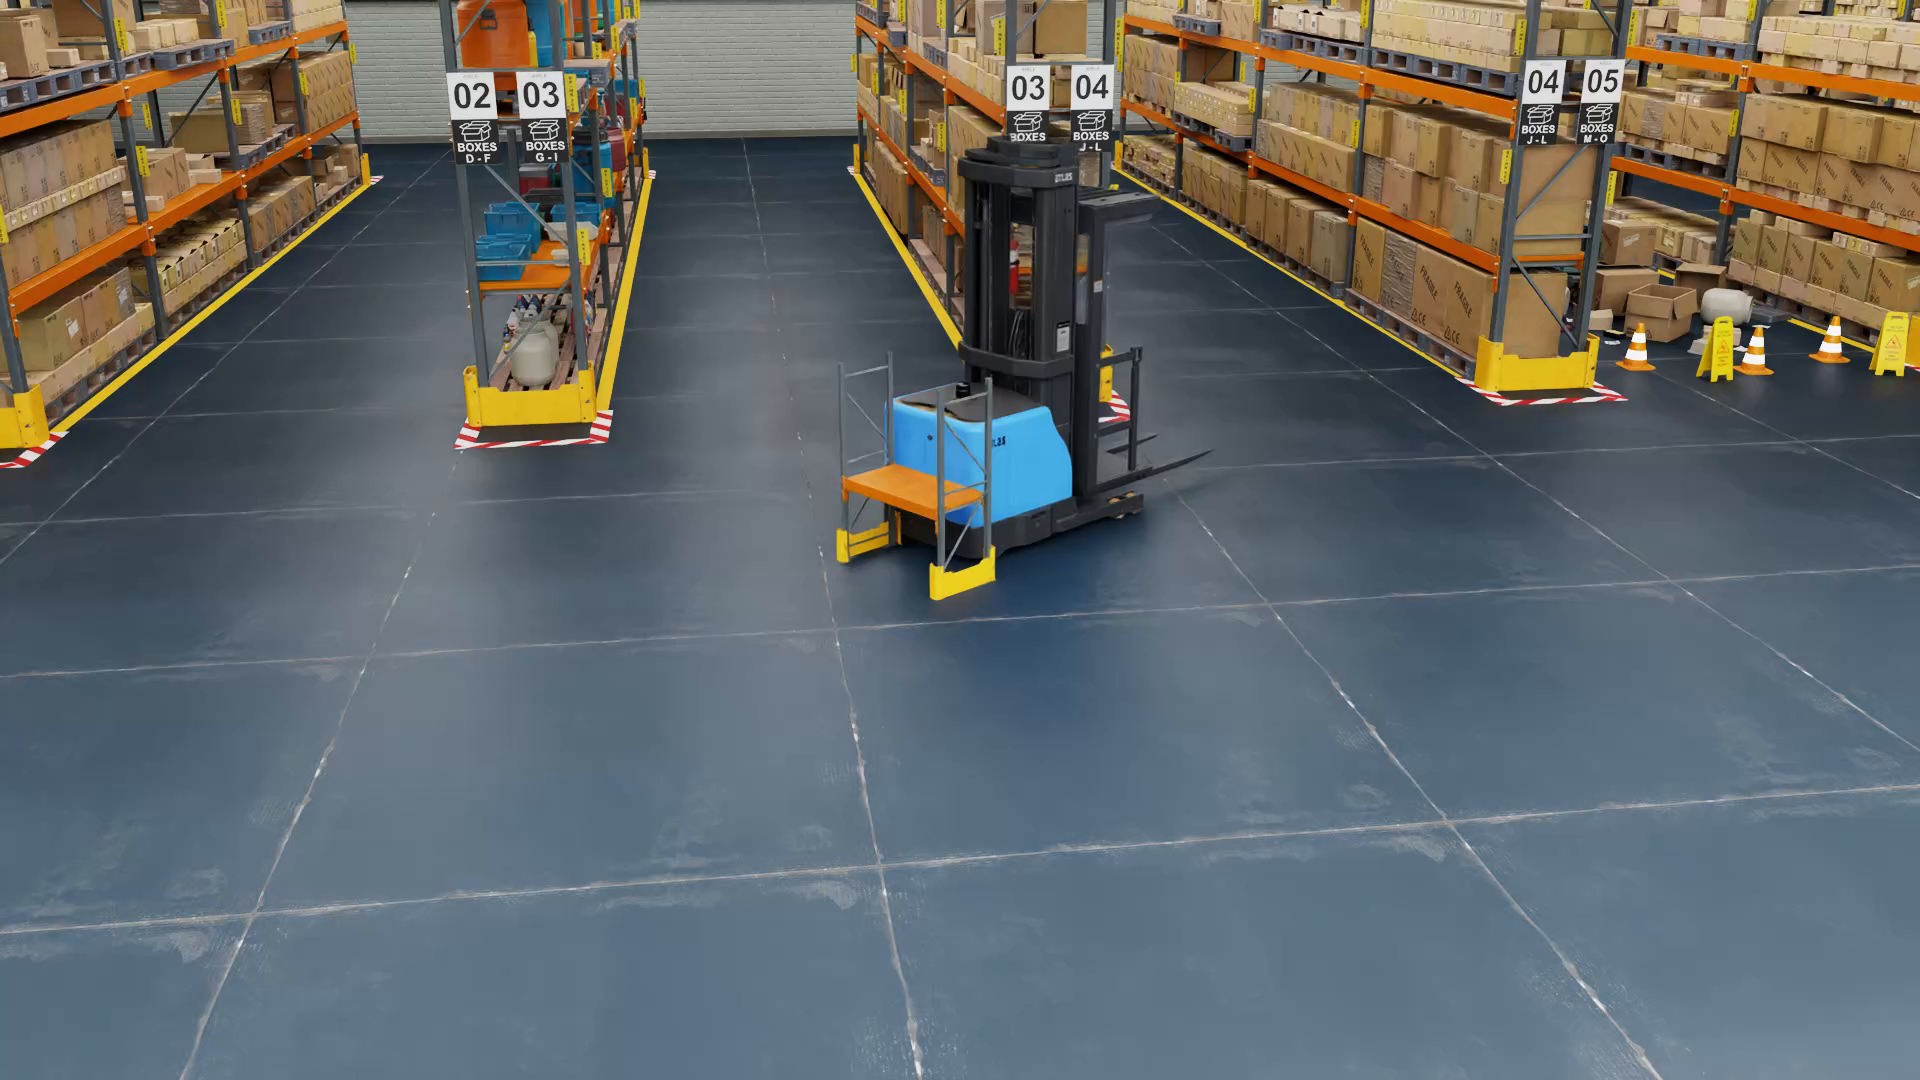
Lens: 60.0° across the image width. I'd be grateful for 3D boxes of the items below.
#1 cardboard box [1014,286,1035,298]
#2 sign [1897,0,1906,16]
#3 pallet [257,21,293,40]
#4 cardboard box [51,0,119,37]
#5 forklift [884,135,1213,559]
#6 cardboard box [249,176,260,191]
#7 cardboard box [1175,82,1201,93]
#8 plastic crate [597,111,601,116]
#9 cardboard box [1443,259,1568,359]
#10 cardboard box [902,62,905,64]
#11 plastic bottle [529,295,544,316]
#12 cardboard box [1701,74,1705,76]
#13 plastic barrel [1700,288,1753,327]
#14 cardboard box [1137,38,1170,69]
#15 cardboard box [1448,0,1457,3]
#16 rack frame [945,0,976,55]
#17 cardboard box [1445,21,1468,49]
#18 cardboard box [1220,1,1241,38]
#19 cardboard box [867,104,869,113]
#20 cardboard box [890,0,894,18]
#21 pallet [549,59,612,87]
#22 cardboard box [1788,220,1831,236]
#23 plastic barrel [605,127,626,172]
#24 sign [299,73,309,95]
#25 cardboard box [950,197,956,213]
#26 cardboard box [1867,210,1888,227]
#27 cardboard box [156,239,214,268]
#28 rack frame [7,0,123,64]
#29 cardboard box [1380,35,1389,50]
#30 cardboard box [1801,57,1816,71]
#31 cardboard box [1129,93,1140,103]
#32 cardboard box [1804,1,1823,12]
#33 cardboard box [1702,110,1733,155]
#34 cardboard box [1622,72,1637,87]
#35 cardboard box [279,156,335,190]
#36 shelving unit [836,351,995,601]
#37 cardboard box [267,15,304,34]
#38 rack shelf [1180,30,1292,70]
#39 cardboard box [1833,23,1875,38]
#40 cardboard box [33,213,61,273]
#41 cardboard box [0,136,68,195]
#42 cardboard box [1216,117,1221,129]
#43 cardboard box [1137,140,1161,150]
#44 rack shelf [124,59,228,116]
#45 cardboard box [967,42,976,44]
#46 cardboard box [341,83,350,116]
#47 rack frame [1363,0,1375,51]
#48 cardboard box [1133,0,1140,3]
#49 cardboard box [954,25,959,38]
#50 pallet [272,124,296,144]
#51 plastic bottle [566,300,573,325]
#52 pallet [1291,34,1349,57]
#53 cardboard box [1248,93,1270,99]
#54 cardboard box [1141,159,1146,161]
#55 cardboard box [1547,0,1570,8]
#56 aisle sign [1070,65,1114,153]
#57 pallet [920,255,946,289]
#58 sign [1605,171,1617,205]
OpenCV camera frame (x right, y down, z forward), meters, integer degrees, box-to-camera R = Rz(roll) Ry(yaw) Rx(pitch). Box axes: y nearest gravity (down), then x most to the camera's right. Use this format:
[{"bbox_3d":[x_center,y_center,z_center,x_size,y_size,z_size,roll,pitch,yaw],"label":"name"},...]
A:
[{"bbox_3d":[0.649,-2.441,17.936,0.500,0.500,0.500,-1,21,-3],"label":"cardboard box"},{"bbox_3d":[13.941,-7.917,24.600,0.100,0.325,0.005,-3,21,-8],"label":"sign"},{"bbox_3d":[-10.595,-7.519,24.542,1.213,0.211,1.003,-3,21,-8],"label":"pallet"},{"bbox_3d":[-9.516,-5.760,18.106,0.500,0.500,0.500,-3,21,-7],"label":"cardboard box"},{"bbox_3d":[0.828,-1.651,12.948,3.031,2.935,1.130,-19,27,-40],"label":"forklift"},{"bbox_3d":[-10.647,-5.292,24.469,0.500,0.250,0.500,-3,21,-8],"label":"cardboard box"},{"bbox_3d":[3.708,-7.343,26.998,0.380,0.149,0.250,-2,21,-5],"label":"cardboard box"},{"bbox_3d":[-6.145,-6.953,27.352,0.437,0.125,0.590,-3,21,-8],"label":"plastic crate"},{"bbox_3d":[5.673,-2.423,17.352,0.875,0.875,0.875,-3,21,-7],"label":"cardboard box"},{"bbox_3d":[-0.696,-7.700,27.761,0.500,0.500,0.500,-3,21,-8],"label":"cardboard box"},{"bbox_3d":[-4.716,-2.582,18.499,0.144,0.351,0.185,-3,21,-8],"label":"plastic bottle"},{"bbox_3d":[13.794,-8.639,31.348,0.500,0.250,0.500,-2,21,-6],"label":"cardboard box"},{"bbox_3d":[8.924,-2.706,19.358,0.512,0.421,0.421,12,24,30],"label":"plastic barrel"},{"bbox_3d":[3.464,-8.660,29.618,0.500,0.500,0.500,-3,21,-9],"label":"cardboard box"},{"bbox_3d":[5.700,-5.994,18.668,0.380,0.149,0.250,-3,21,-8],"label":"cardboard box"},{"bbox_3d":[0.337,-6.970,18.517,1.000,3.000,0.127,-3,21,-8],"label":"rack frame"},{"bbox_3d":[5.347,-5.210,17.138,0.500,0.250,0.500,-3,21,-8],"label":"cardboard box"},{"bbox_3d":[4.196,-7.743,24.729,0.500,0.500,0.500,-3,21,-8],"label":"cardboard box"},{"bbox_3d":[-1.406,-7.434,28.692,0.380,0.149,0.250,-3,21,-7],"label":"cardboard box"},{"bbox_3d":[-0.723,-8.378,25.830,0.700,0.500,0.500,-2,21,-6],"label":"cardboard box"},{"bbox_3d":[-4.364,-4.982,17.750,1.213,0.211,1.003,-3,21,-8],"label":"pallet"},{"bbox_3d":[10.038,-3.688,19.635,0.380,0.149,0.250,-2,21,-5],"label":"cardboard box"},{"bbox_3d":[-4.774,-5.213,22.192,0.600,0.536,0.708,-3,21,-8],"label":"plastic barrel"},{"bbox_3d":[-10.071,-7.003,25.524,0.100,0.325,0.005,-3,21,-8],"label":"sign"},{"bbox_3d":[0.093,-3.865,19.137,0.380,0.149,0.250,-3,21,-8],"label":"cardboard box"},{"bbox_3d":[10.225,-3.535,18.253,0.380,0.149,0.250,-3,21,-7],"label":"cardboard box"},{"bbox_3d":[-9.502,-3.521,20.383,0.500,0.311,0.500,-2,21,-6],"label":"cardboard box"},{"bbox_3d":[-9.466,-6.472,17.182,1.000,3.000,0.127,-3,21,-8],"label":"rack frame"},{"bbox_3d":[5.015,-5.673,18.947,0.380,0.149,0.250,-3,21,-8],"label":"cardboard box"},{"bbox_3d":[10.070,-5.564,19.399,0.380,0.149,0.250,-2,21,-6],"label":"cardboard box"},{"bbox_3d":[3.316,-8.101,30.479,0.380,0.149,0.250,-4,21,-9],"label":"cardboard box"},{"bbox_3d":[13.798,-8.558,26.670,0.380,0.149,0.250,-2,21,-7],"label":"cardboard box"},{"bbox_3d":[9.850,-5.191,21.159,0.500,0.500,0.500,-3,21,-9],"label":"cardboard box"},{"bbox_3d":[9.738,-6.743,24.910,0.500,0.500,0.500,-4,21,-10],"label":"cardboard box"},{"bbox_3d":[-10.896,-6.118,27.749,0.797,0.503,0.637,-3,21,-8],"label":"cardboard box"},{"bbox_3d":[-0.329,-0.484,11.868,0.587,1.500,1.083,-19,28,-41],"label":"shelving unit"},{"bbox_3d":[-10.445,-7.947,25.634,0.500,0.250,0.500,-3,21,-8],"label":"cardboard box"},{"bbox_3d":[4.395,-7.520,25.306,1.077,0.370,4.000,-3,21,-8],"label":"rack shelf"},{"bbox_3d":[10.108,-5.747,18.748,0.380,0.149,0.250,-3,21,-9],"label":"cardboard box"},{"bbox_3d":[-9.091,-2.839,15.888,0.700,0.500,0.500,-3,21,-7],"label":"cardboard box"},{"bbox_3d":[-9.179,-3.641,16.181,0.700,0.500,0.500,-3,21,-8],"label":"cardboard box"},{"bbox_3d":[4.053,-6.248,24.917,0.380,0.149,0.250,-3,21,-8],"label":"cardboard box"},{"bbox_3d":[3.455,-7.206,30.347,0.380,0.149,0.250,-4,21,-10],"label":"cardboard box"},{"bbox_3d":[-9.755,-5.422,19.687,1.077,0.370,4.000,-3,21,-8],"label":"rack shelf"},{"bbox_3d":[0.281,-5.287,17.941,0.380,0.149,0.250,-2,21,-6],"label":"cardboard box"},{"bbox_3d":[-10.784,-7.542,28.480,0.500,0.500,0.500,-3,21,-7],"label":"cardboard box"},{"bbox_3d":[5.260,-7.185,19.093,1.000,3.000,0.127,-3,21,-8],"label":"rack frame"},{"bbox_3d":[3.412,-9.753,29.755,0.500,0.250,0.500,-3,21,-8],"label":"cardboard box"},{"bbox_3d":[0.102,-6.019,19.849,0.396,0.266,0.258,-2,21,-6],"label":"cardboard box"},{"bbox_3d":[-10.612,-6.059,24.926,1.003,0.211,1.213,-3,21,-8],"label":"pallet"},{"bbox_3d":[-4.301,-2.549,18.518,0.152,0.276,0.135,-3,21,-8],"label":"plastic bottle"},{"bbox_3d":[4.993,-6.469,21.733,1.003,0.211,1.213,-2,21,-5],"label":"pallet"},{"bbox_3d":[4.617,-6.742,25.390,0.380,0.149,0.250,-2,21,-6],"label":"cardboard box"},{"bbox_3d":[3.509,-6.844,30.227,0.380,0.149,0.250,-3,21,-8],"label":"cardboard box"},{"bbox_3d":[9.236,-8.026,24.889,0.700,0.500,0.500,-4,21,-10],"label":"cardboard box"},{"bbox_3d":[1.219,-3.986,15.386,0.394,0.787,0.004,-3,21,-8],"label":"aisle sign"},{"bbox_3d":[0.044,-3.546,21.909,1.003,0.211,1.213,-3,21,-8],"label":"pallet"},{"bbox_3d":[6.386,-3.459,16.338,0.100,0.325,0.005,-3,21,-8],"label":"sign"}]
